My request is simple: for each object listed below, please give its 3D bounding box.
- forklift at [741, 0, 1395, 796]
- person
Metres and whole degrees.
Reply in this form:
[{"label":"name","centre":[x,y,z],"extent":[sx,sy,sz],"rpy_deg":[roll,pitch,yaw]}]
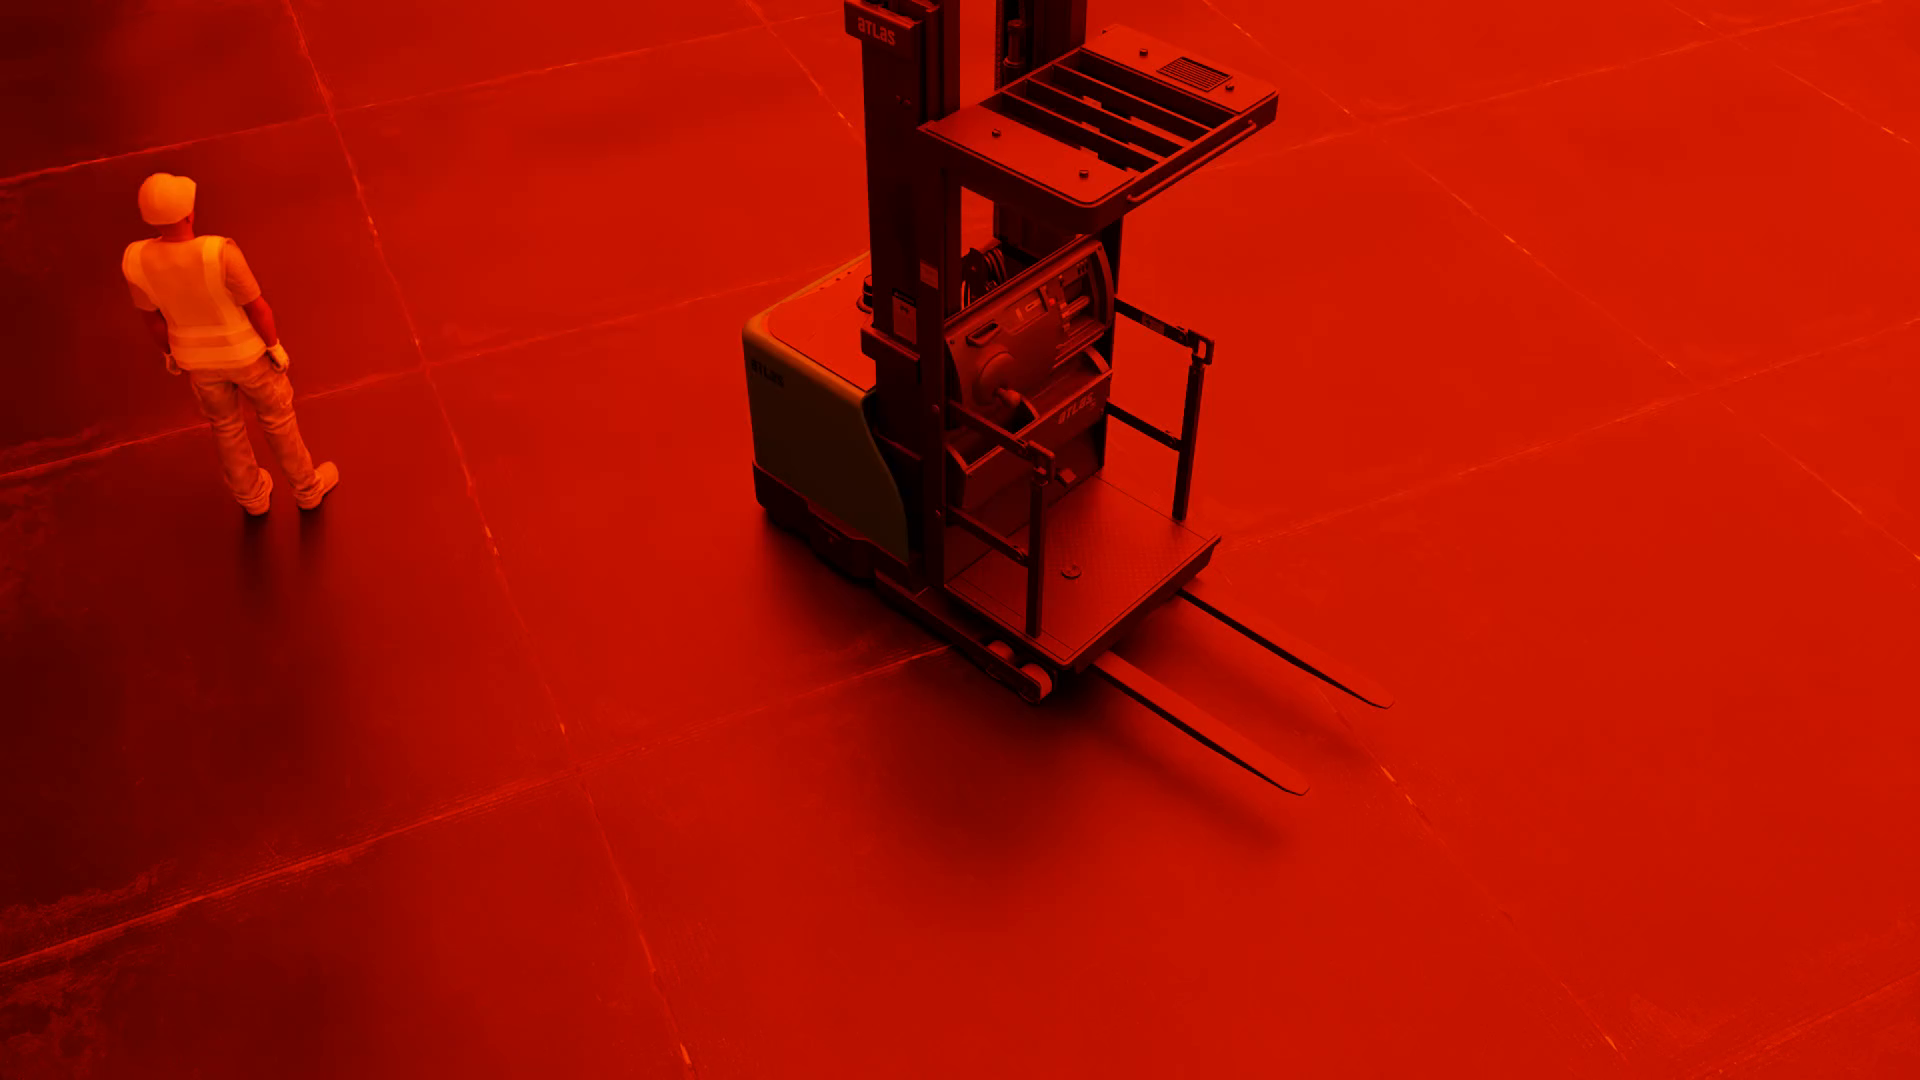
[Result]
[{"label":"forklift","centre":[0.445,-0.788,6.525],"extent":[3.031,2.935,1.130],"rpy_deg":[32,52,30]},{"label":"person","centre":[-3.287,-0.858,7.439],"extent":[0.536,1.790,0.386],"rpy_deg":[-3,43,-3]}]
